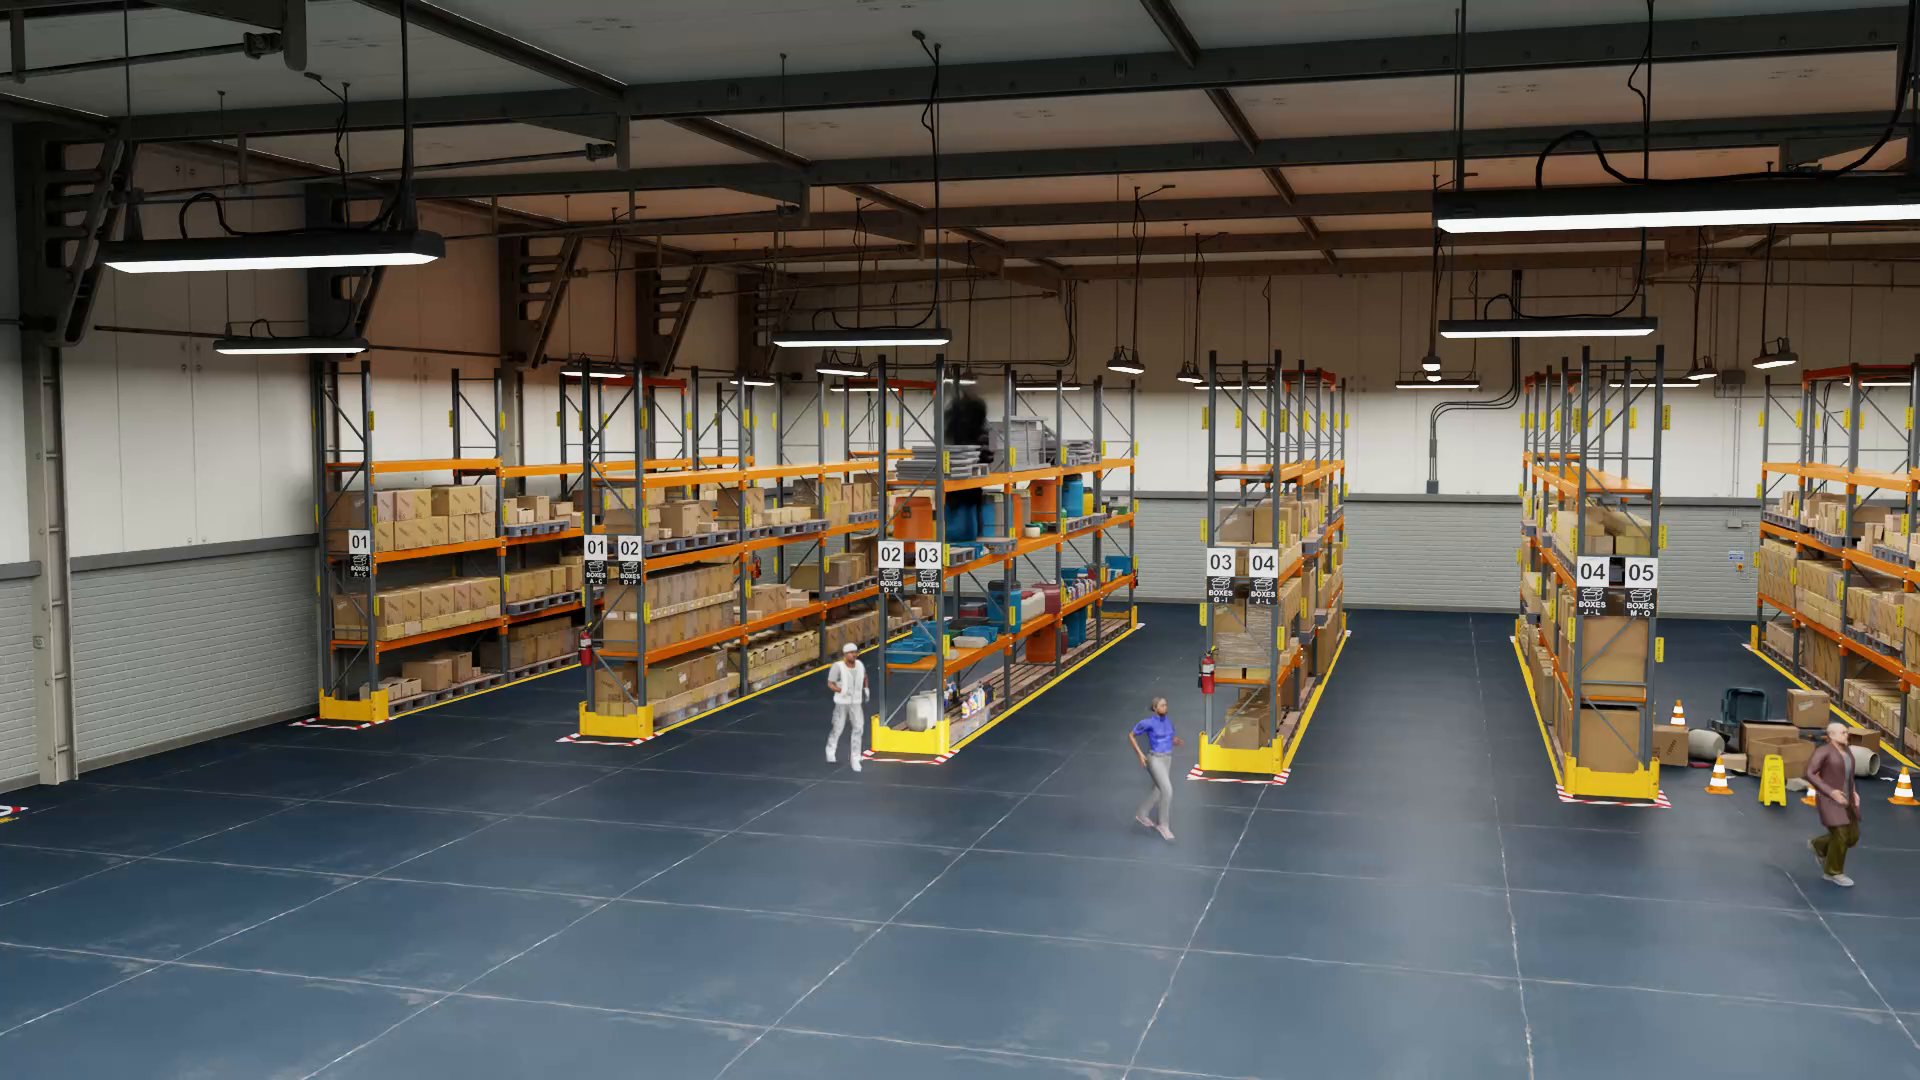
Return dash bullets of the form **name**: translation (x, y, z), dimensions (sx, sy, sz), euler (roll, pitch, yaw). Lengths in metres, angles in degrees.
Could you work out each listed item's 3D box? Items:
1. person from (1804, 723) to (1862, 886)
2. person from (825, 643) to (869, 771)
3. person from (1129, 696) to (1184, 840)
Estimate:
- **person**: translation (9.455, 2.844, 18.078), dimensions (0.720, 1.745, 0.627), euler (-2, 5, -25)
- **person**: translation (-1.607, 2.400, 24.057), dimensions (0.711, 1.847, 0.748), euler (-2, 5, -27)
- **person**: translation (2.393, 2.743, 20.122), dimensions (0.767, 1.721, 0.549), euler (4, 6, 42)
